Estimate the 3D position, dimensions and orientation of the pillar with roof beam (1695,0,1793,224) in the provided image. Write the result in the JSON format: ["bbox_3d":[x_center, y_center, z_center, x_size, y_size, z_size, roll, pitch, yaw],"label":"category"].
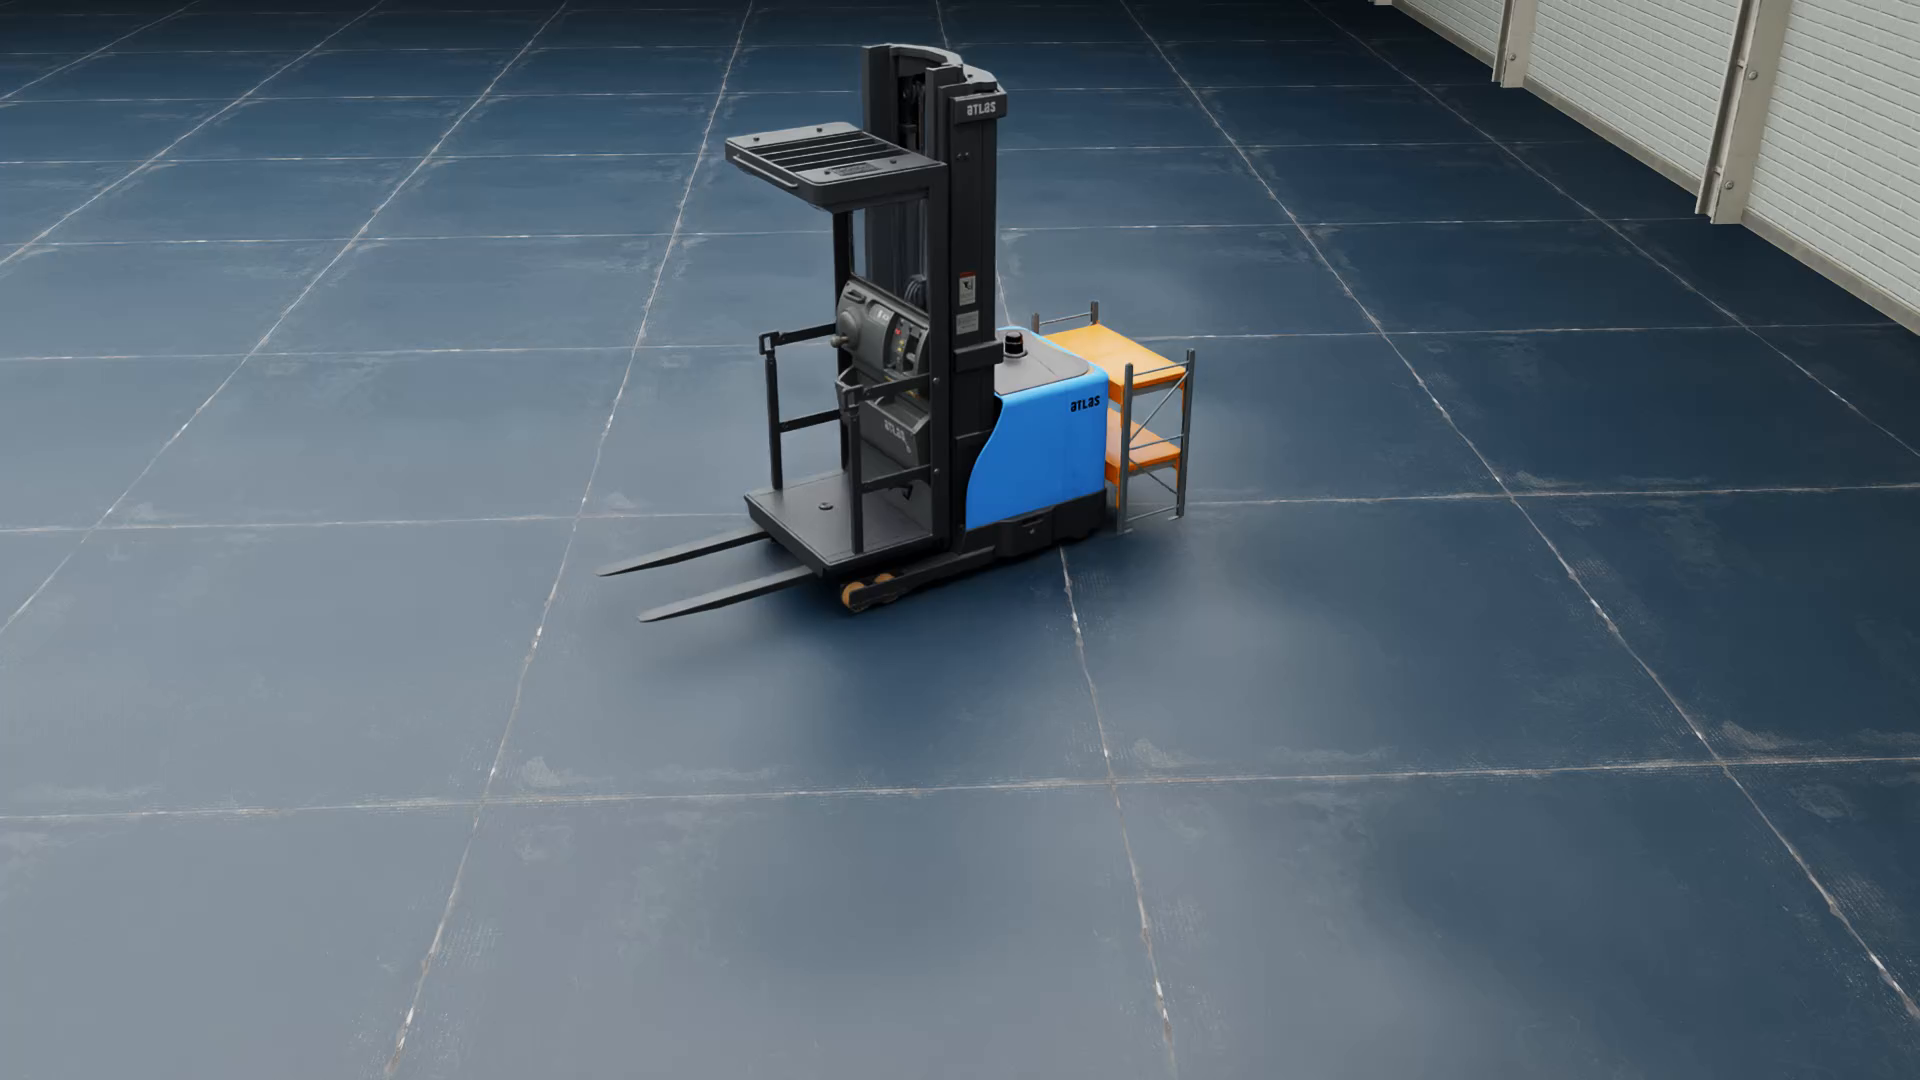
[{"bbox_3d":[3.142,-7.045,14.027,9.100,9.000,0.400,-1,28,-3],"label":"pillar with roof beam"}]

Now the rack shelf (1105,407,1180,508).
[{"bbox_3d":[0.937,-0.579,10.672,0.538,0.278,1.000,-15,31,-27],"label":"rack shelf"}]

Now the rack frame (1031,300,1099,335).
[{"bbox_3d":[0.678,-0.998,10.947,0.500,1.125,0.032,-15,31,-27],"label":"rack frame"}]

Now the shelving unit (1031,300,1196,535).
[{"bbox_3d":[0.937,-0.796,10.559,0.538,1.125,1.048,-15,31,-27],"label":"shelving unit"}]

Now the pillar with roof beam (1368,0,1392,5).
[{"bbox_3d":[2.516,-12.587,24.652,9.100,9.000,0.400,-1,28,-3],"label":"pillar with roof beam"}]

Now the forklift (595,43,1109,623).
[{"bbox_3d":[-0.616,-1.170,9.323,3.031,2.935,1.130,-16,32,-29],"label":"forklift"}]

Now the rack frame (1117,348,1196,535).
[{"bbox_3d":[1.196,-0.593,10.171,0.500,1.125,0.032,-15,31,-27],"label":"rack frame"}]

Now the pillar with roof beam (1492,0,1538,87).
[{"bbox_3d":[2.829,-9.816,19.340,9.100,9.000,0.400,-1,28,-3],"label":"pillar with roof beam"}]

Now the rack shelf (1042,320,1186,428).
[{"bbox_3d":[0.937,-1.055,10.423,0.538,0.278,1.000,-15,31,-27],"label":"rack shelf"}]
